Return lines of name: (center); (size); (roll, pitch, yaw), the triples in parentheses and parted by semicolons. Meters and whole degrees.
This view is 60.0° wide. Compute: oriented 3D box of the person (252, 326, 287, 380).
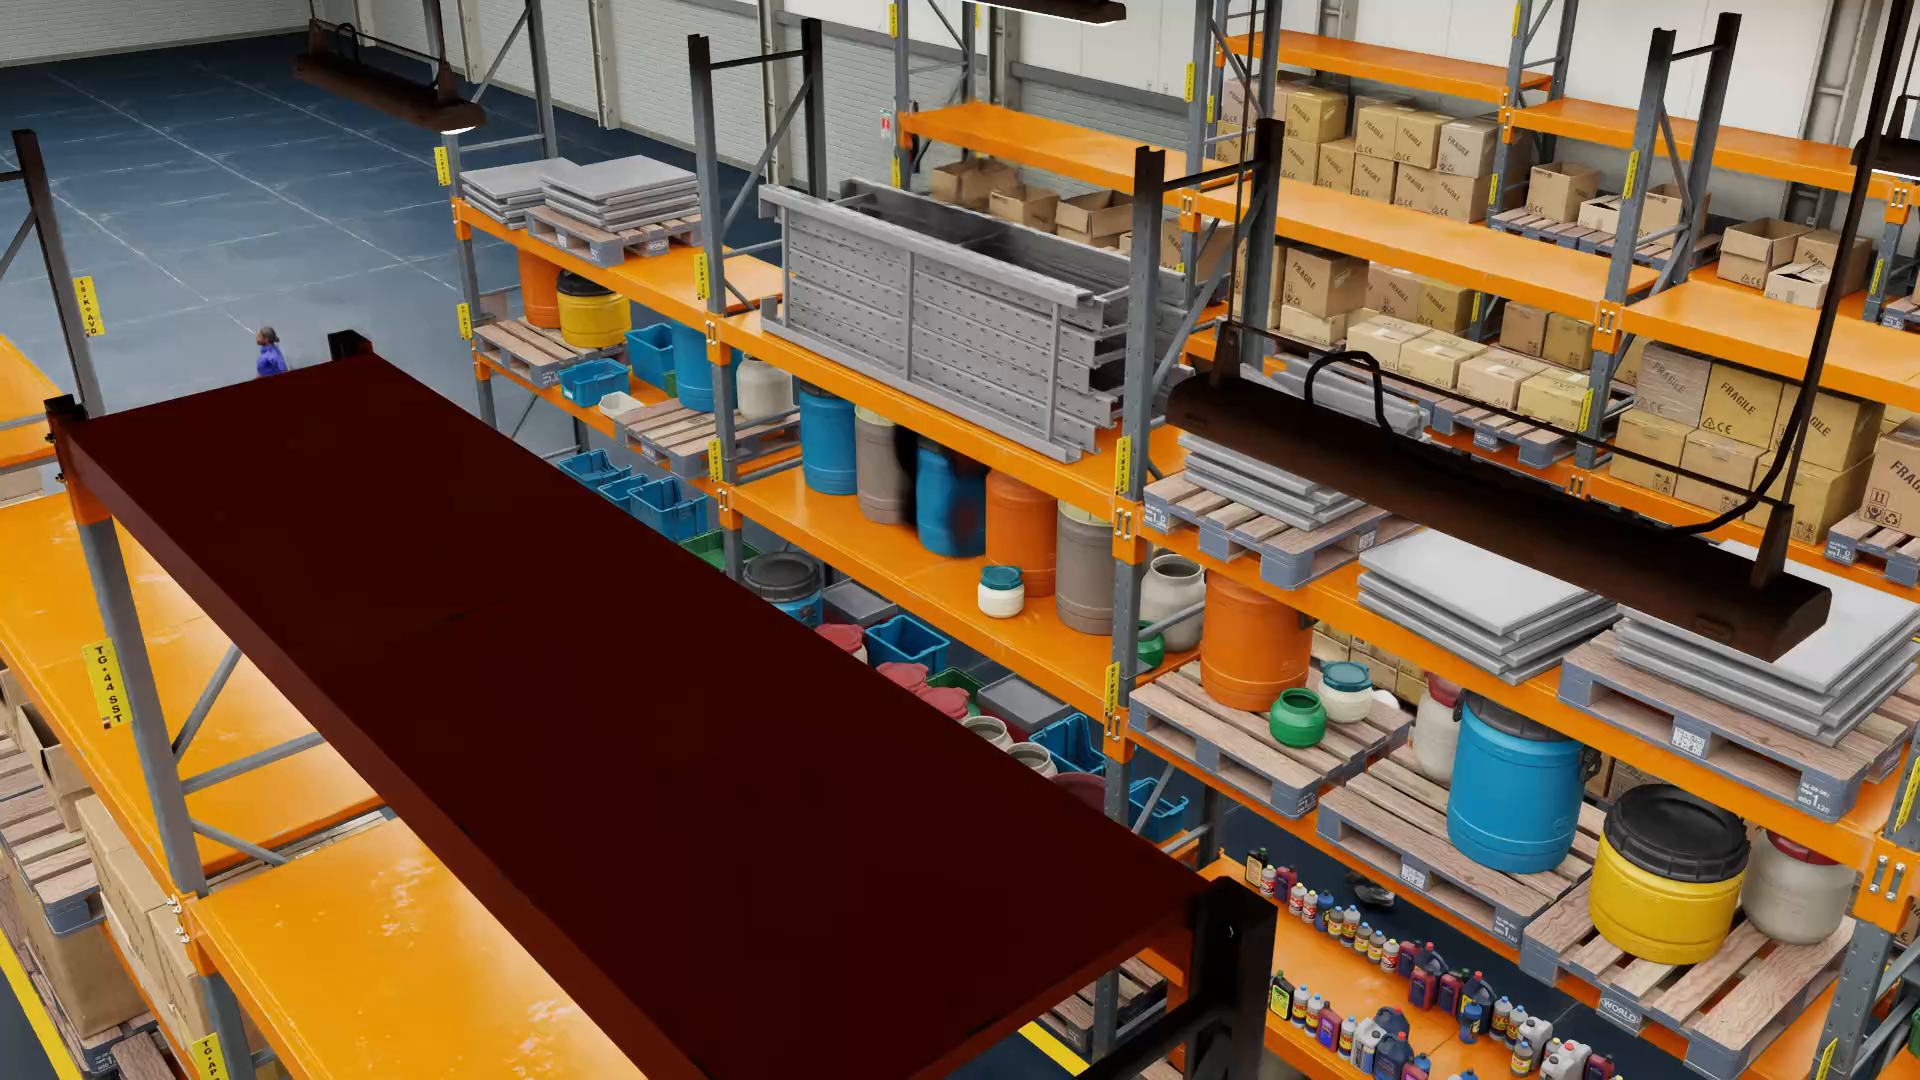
person: (-7.811, -1.679, 19.120); (0.768, 1.640, 0.588); (-8, 28, -15)

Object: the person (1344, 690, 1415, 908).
person: (2.914, 1.825, 12.013); (0.701, 1.784, 0.641); (18, 32, 32)
